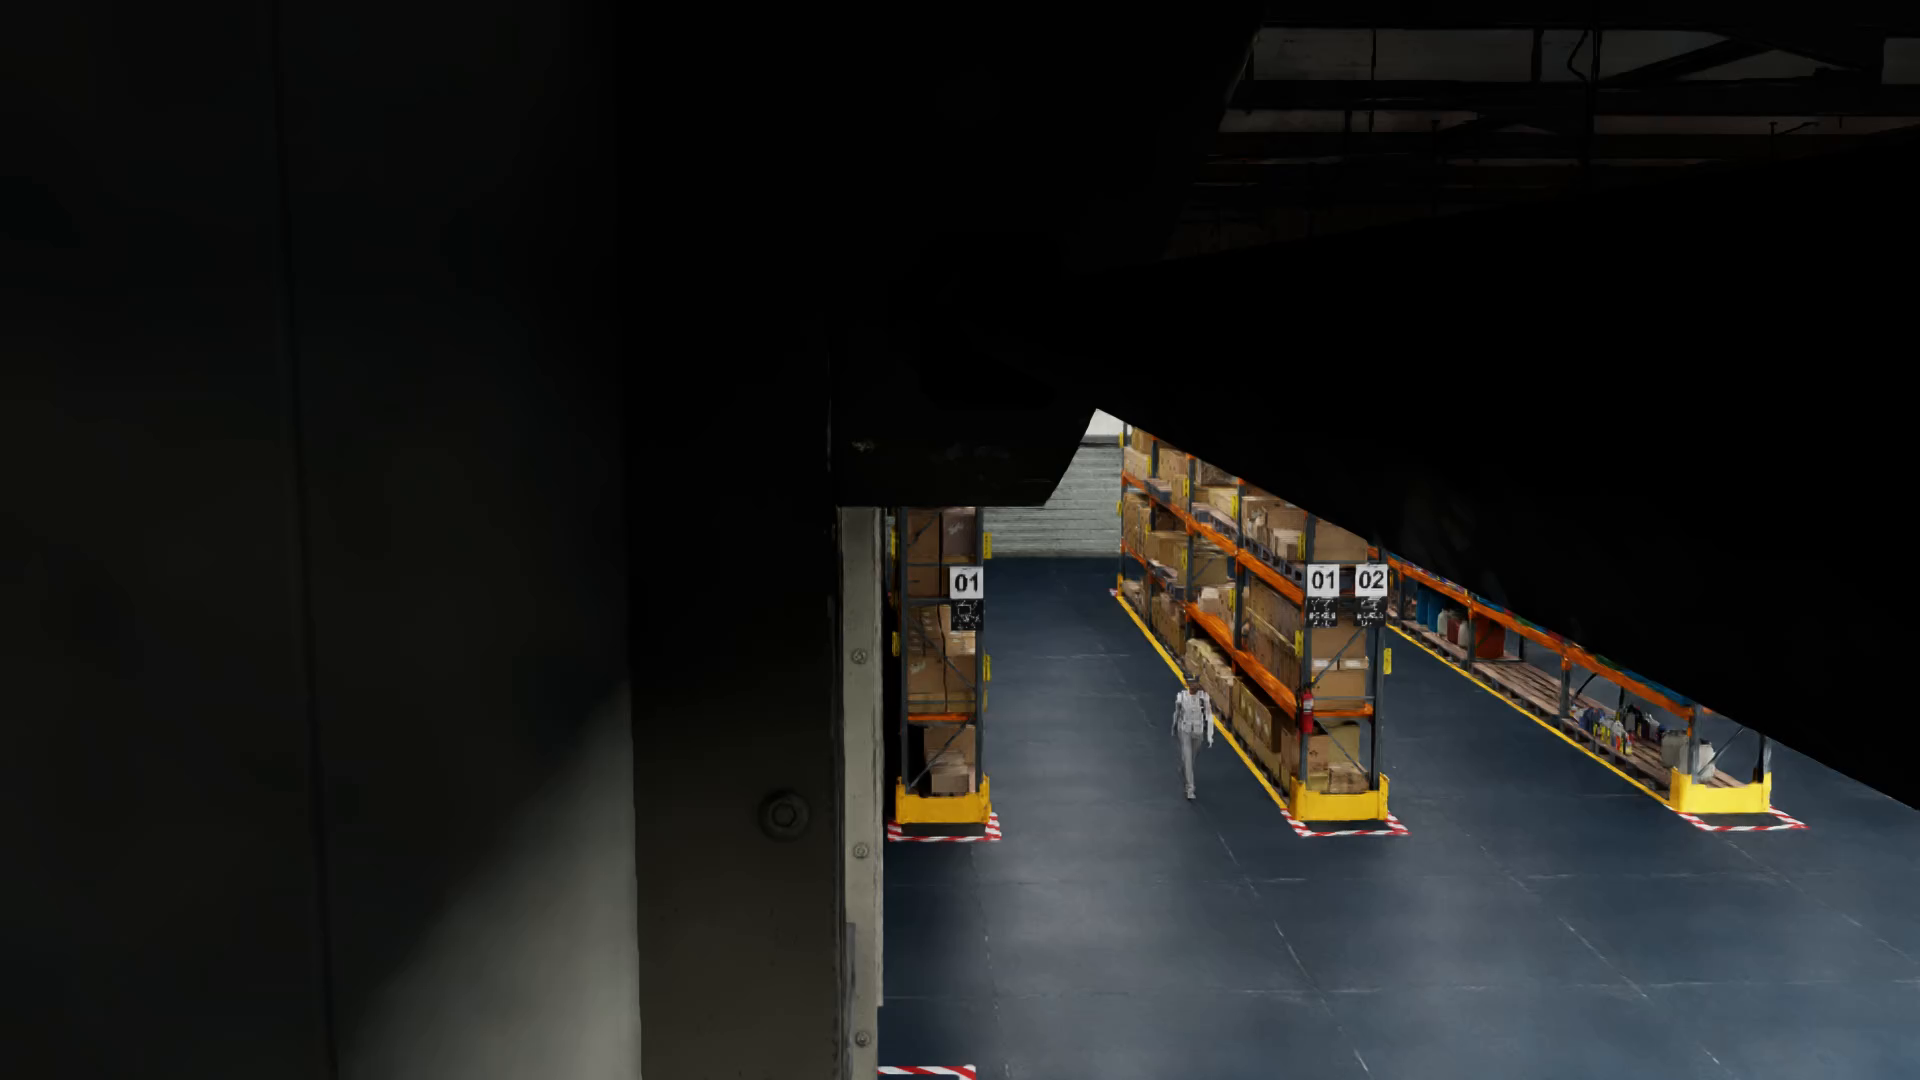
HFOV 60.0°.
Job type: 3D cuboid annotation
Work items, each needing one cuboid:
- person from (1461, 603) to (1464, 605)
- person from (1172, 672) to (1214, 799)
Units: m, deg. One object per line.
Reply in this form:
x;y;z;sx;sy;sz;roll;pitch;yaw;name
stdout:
10.483;0.556;35.472;0.447;1.574;1.088;0;8;0;person
3.042;2.488;21.651;0.500;1.625;0.997;0;8;-3;person
